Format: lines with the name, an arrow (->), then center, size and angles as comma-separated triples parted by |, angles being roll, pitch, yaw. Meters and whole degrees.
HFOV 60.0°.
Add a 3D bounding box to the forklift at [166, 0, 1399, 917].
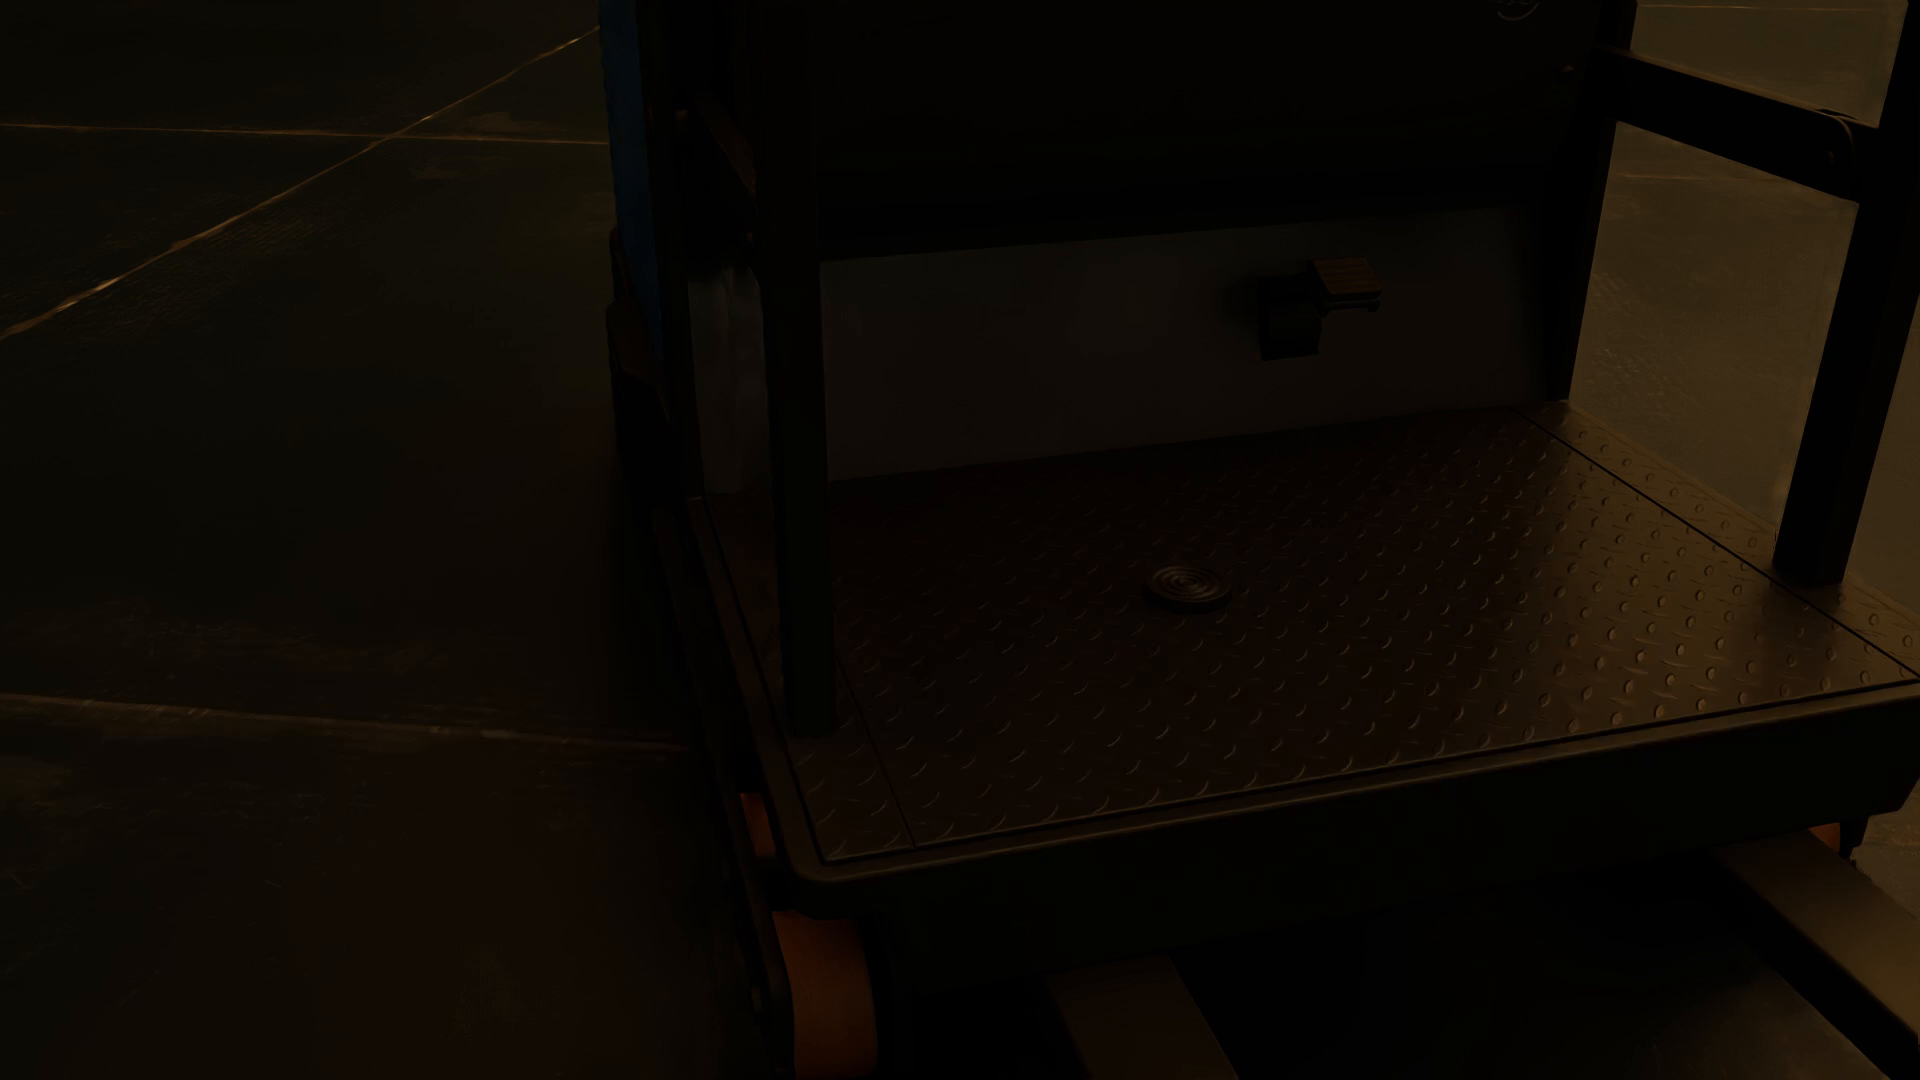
forklift -> 0.171, -1.585, 2.393 | 1.130, 2.935, 3.031 | 8, 28, 15
